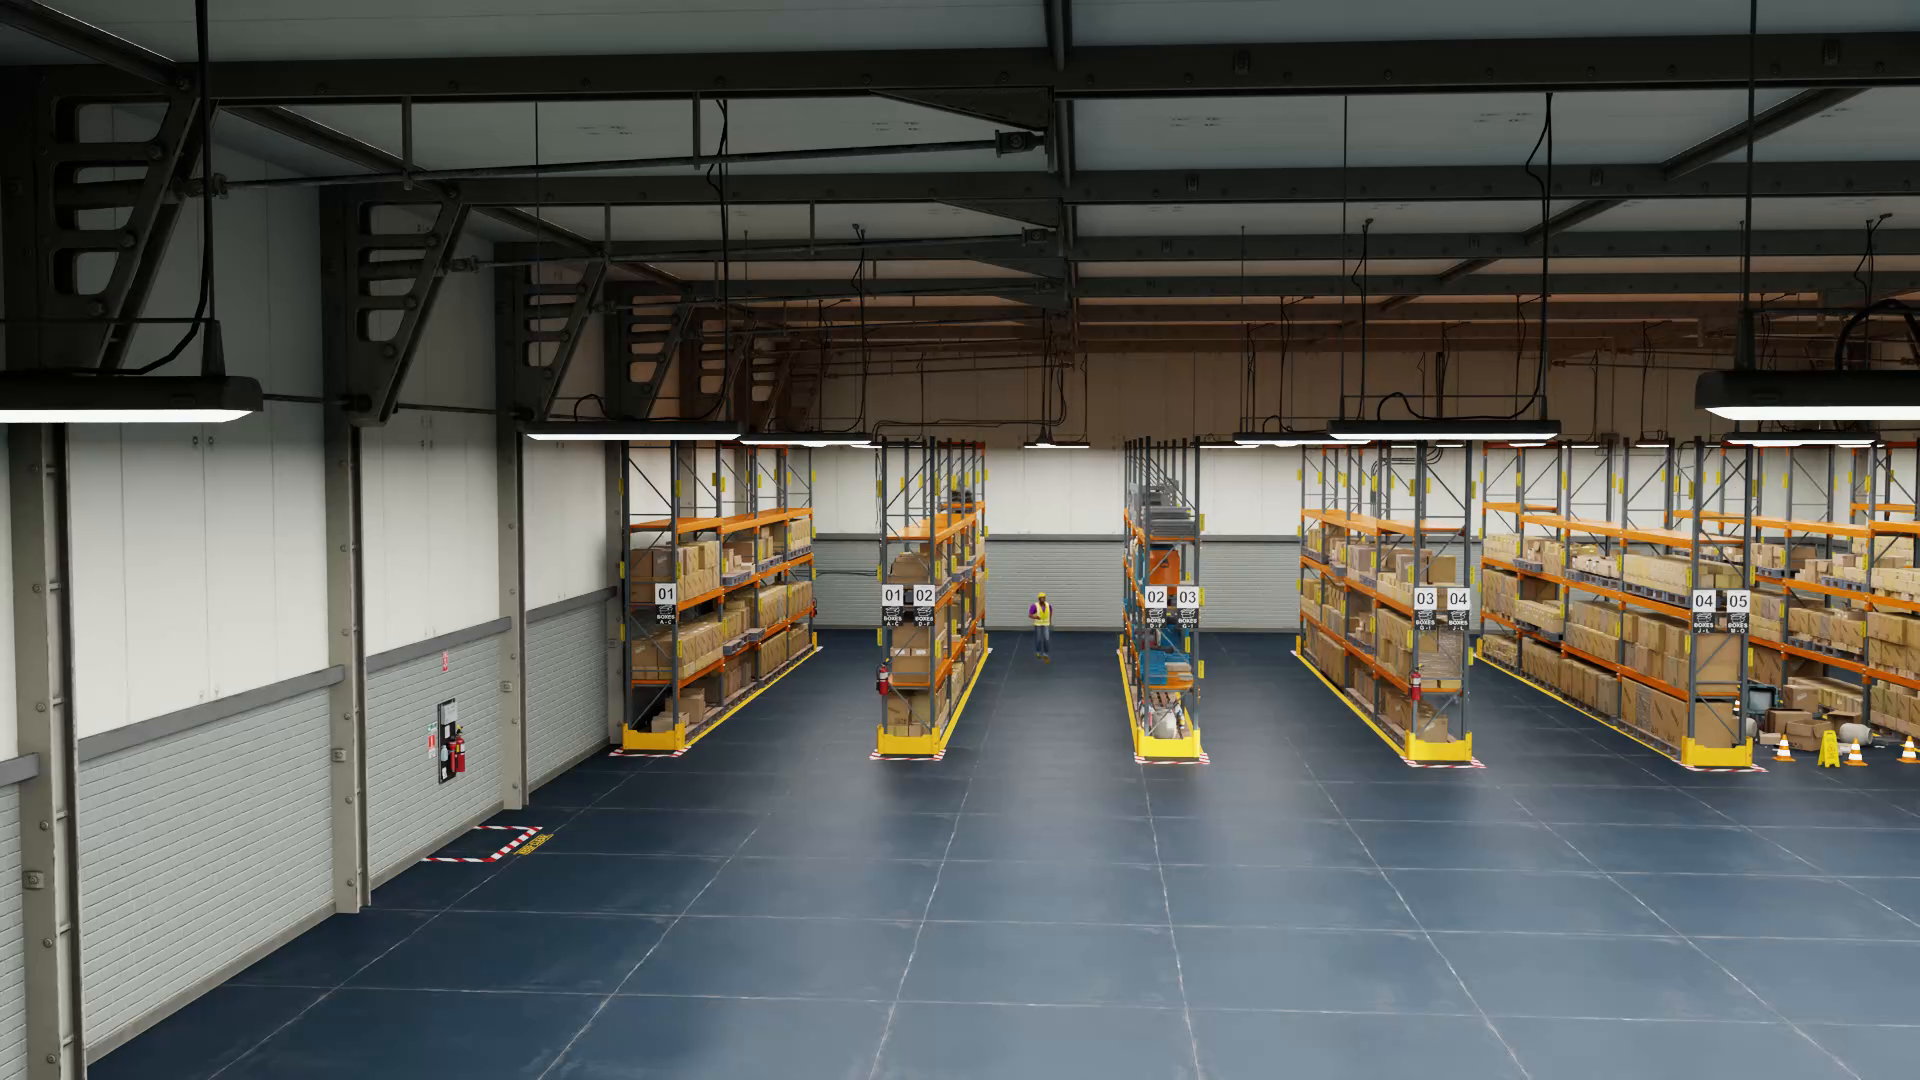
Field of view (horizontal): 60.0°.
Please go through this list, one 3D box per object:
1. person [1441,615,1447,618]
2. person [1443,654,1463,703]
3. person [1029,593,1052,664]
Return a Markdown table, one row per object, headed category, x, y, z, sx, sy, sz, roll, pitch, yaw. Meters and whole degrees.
| category | x | y | z | sx | sy | sz | roll | pitch | yaw |
| --- | --- | --- | --- | --- | --- | --- | --- | --- | --- |
| person | 13.702 | 2.388 | 46.967 | 0.619 | 1.754 | 0.773 | -1 | 3 | -25 |
| person | 11.286 | 2.863 | 38.037 | 0.600 | 1.683 | 0.636 | 0 | 3 | -1 |
| person | 2.129 | 2.301 | 43.530 | 0.677 | 1.855 | 0.750 | 0 | 3 | -8 |
